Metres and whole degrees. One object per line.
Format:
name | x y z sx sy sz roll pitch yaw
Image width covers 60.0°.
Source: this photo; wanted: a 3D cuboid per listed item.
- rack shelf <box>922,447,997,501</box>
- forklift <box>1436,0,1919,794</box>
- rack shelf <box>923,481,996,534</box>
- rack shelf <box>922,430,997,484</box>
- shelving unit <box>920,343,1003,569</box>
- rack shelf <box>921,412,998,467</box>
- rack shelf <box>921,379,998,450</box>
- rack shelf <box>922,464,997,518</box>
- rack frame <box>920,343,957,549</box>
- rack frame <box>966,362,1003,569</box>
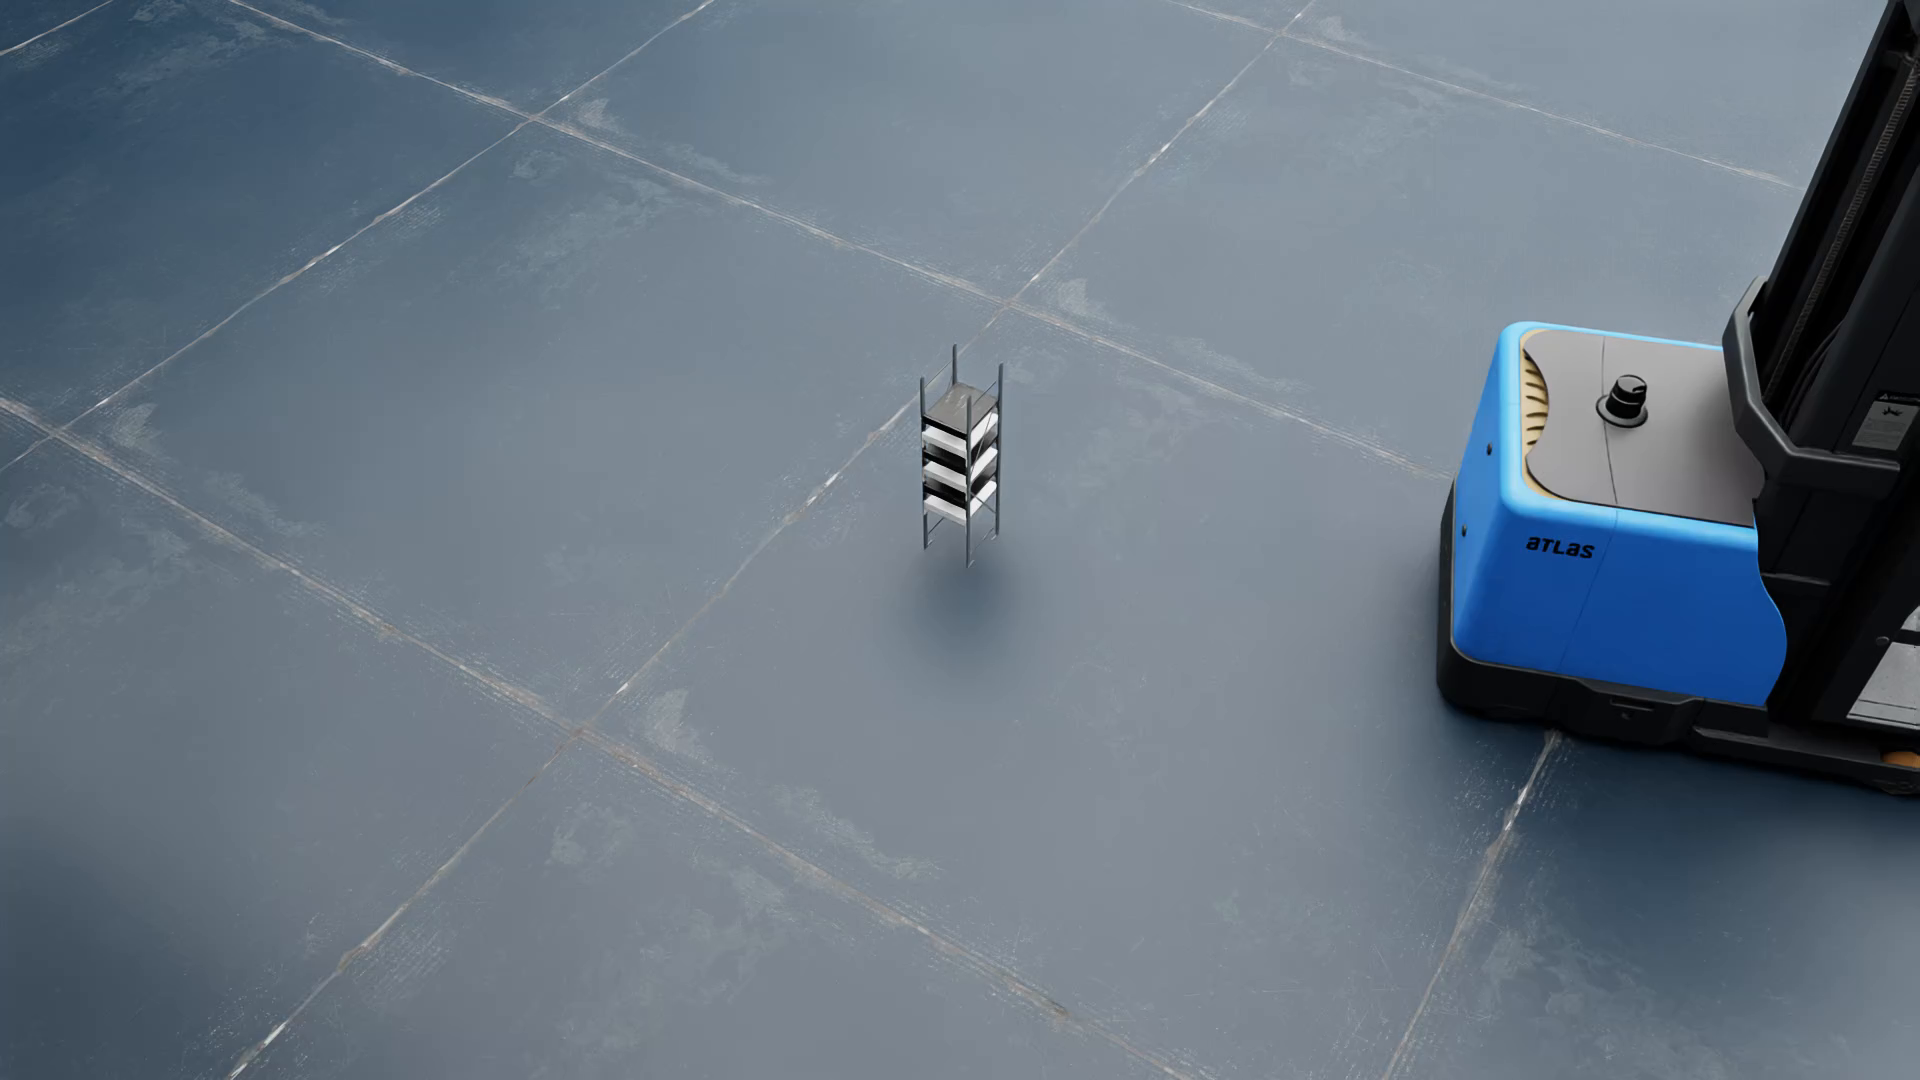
rack shelf | 0.007 -0.287 6.448 0.200 0.077 0.258 25 51 22
forklift | 3.331 -0.513 5.205 3.031 2.935 1.130 9 47 9
rack shelf | 0.007 -0.162 6.577 0.200 0.077 0.258 25 51 22
rack shelf | 0.007 -0.350 6.384 0.200 0.077 0.258 25 51 22
shelving unit | 0.007 -0.310 6.424 0.210 0.900 0.258 25 51 22
rack shelf | 0.007 -0.413 6.319 0.200 0.077 0.258 25 51 22
rack shelf | 0.007 -0.475 6.254 0.200 0.077 0.258 25 51 22
rack shelf | 0.007 -0.225 6.513 0.200 0.077 0.258 25 51 22
rack frame | -0.079 -0.350 6.462 0.006 0.900 0.240 25 51 22
rack frame | 0.092 -0.271 6.386 0.006 0.900 0.240 25 51 22
